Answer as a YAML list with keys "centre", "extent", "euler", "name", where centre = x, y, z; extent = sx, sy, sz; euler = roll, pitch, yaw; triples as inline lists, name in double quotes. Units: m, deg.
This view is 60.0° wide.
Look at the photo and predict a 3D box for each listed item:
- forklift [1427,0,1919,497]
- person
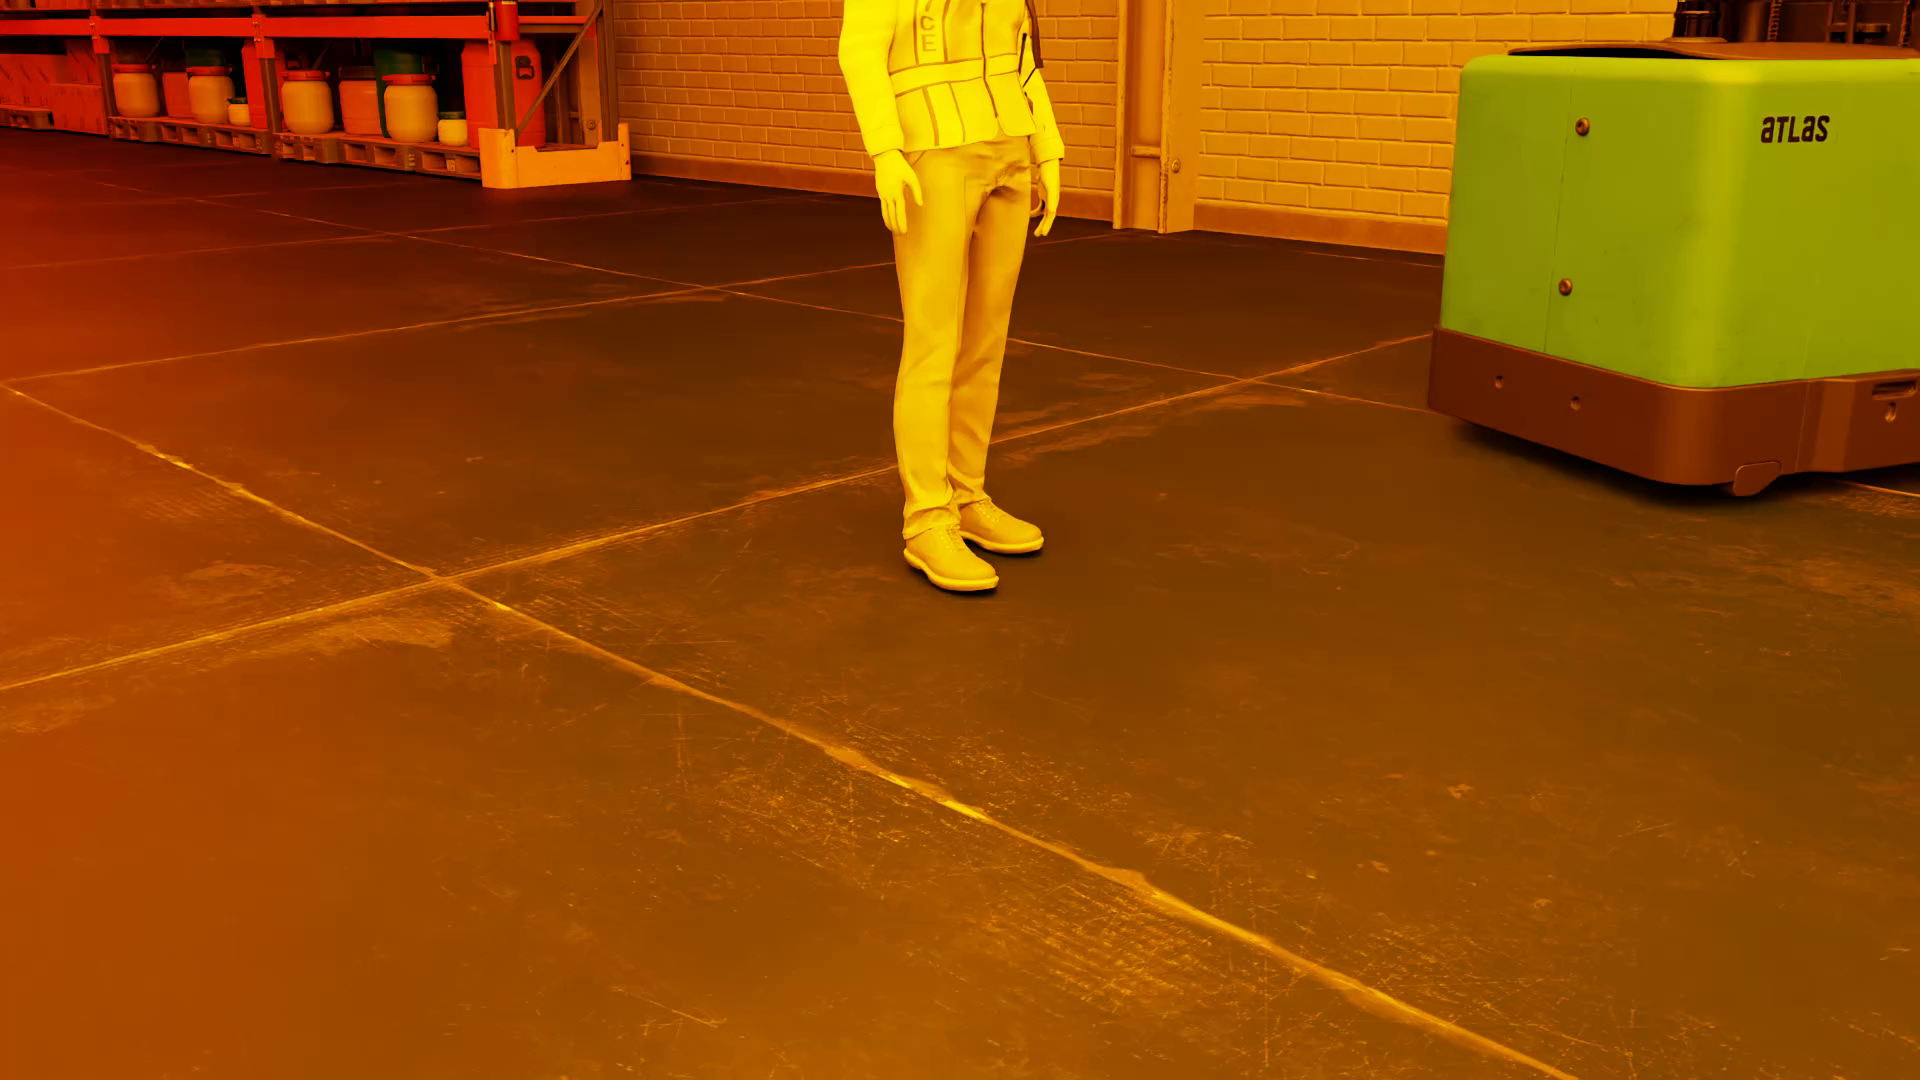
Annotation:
- centre: [2.955, -1.767, 4.651]
  extent: [3.031, 2.935, 1.130]
  euler: [-7, 18, -21]
  name: "forklift"
- centre: [0.043, -0.801, 3.592]
  extent: [0.531, 1.694, 0.586]
  euler: [16, 23, 42]
  name: "person"
